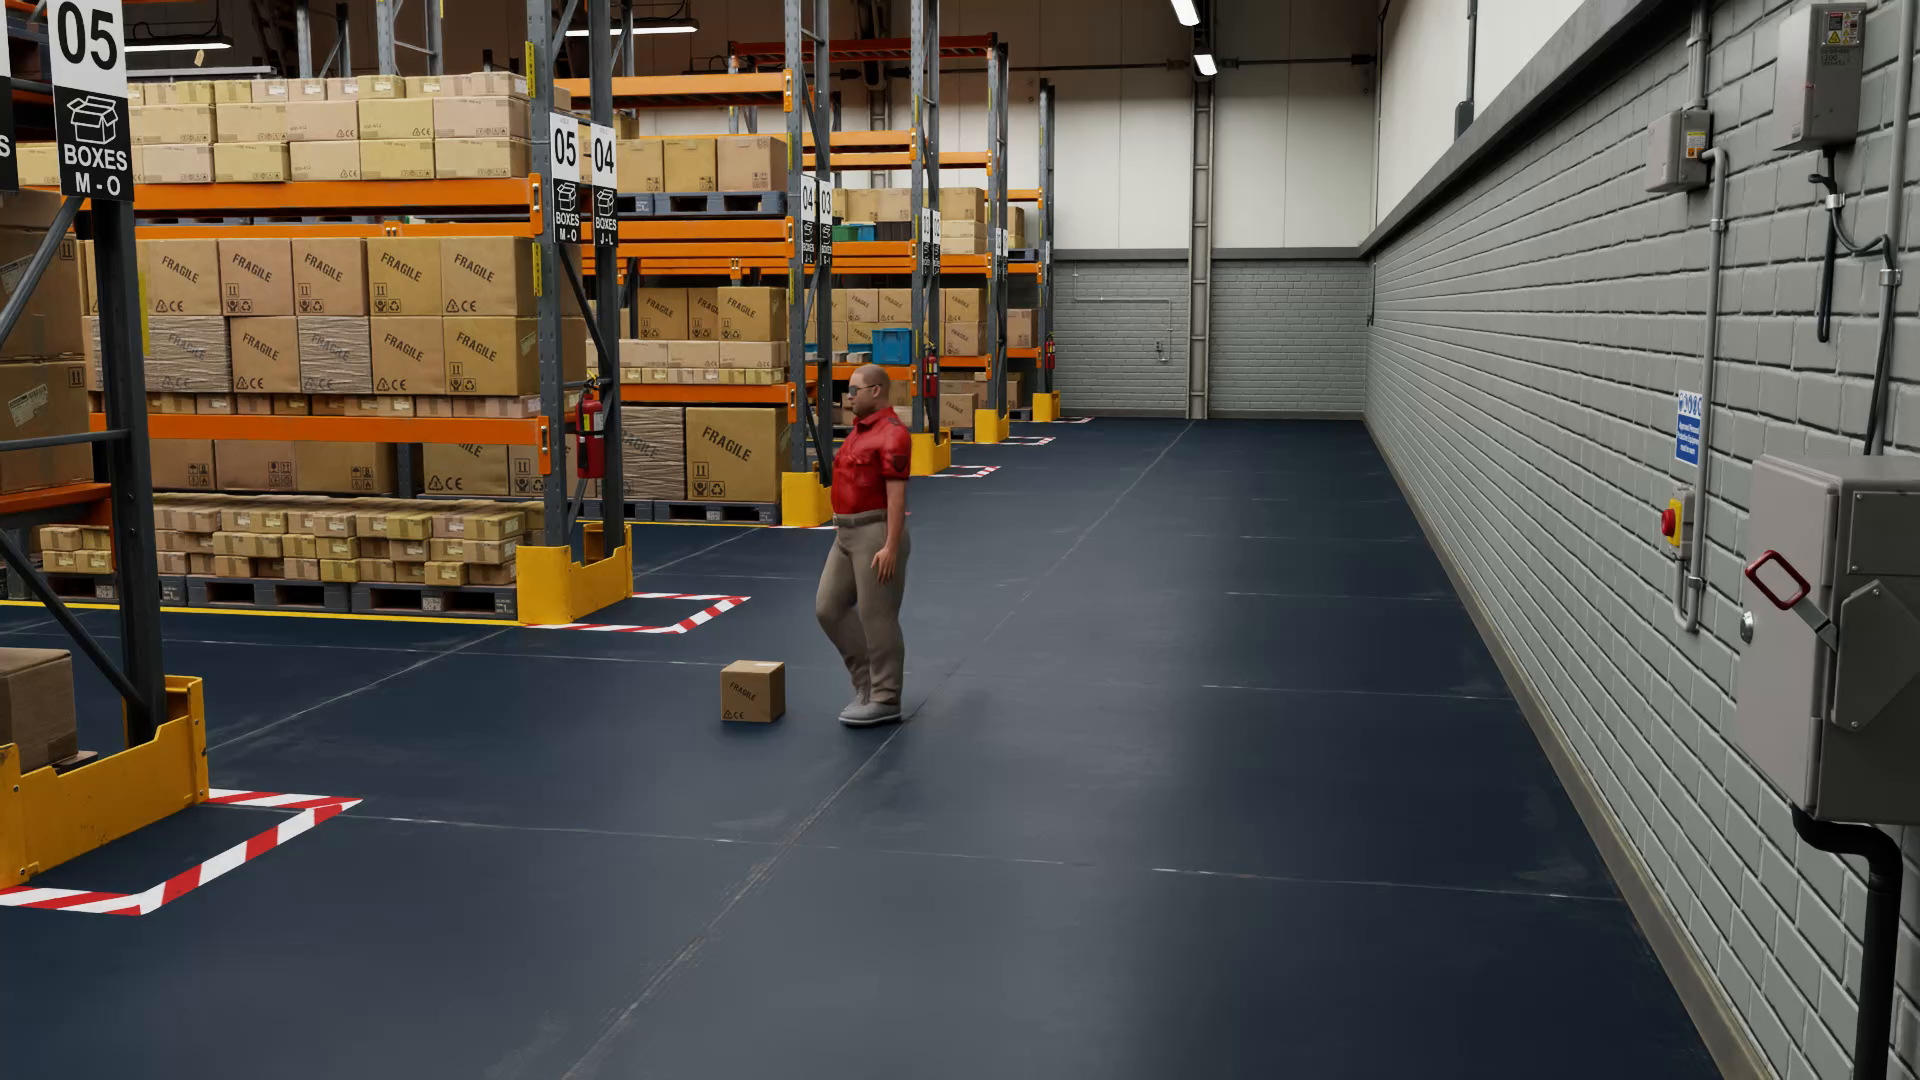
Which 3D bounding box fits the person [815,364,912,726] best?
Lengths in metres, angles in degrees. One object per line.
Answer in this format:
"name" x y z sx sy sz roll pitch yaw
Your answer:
"person" -0.452 0.047 8.041 0.387 1.790 0.561 -4 9 -26
